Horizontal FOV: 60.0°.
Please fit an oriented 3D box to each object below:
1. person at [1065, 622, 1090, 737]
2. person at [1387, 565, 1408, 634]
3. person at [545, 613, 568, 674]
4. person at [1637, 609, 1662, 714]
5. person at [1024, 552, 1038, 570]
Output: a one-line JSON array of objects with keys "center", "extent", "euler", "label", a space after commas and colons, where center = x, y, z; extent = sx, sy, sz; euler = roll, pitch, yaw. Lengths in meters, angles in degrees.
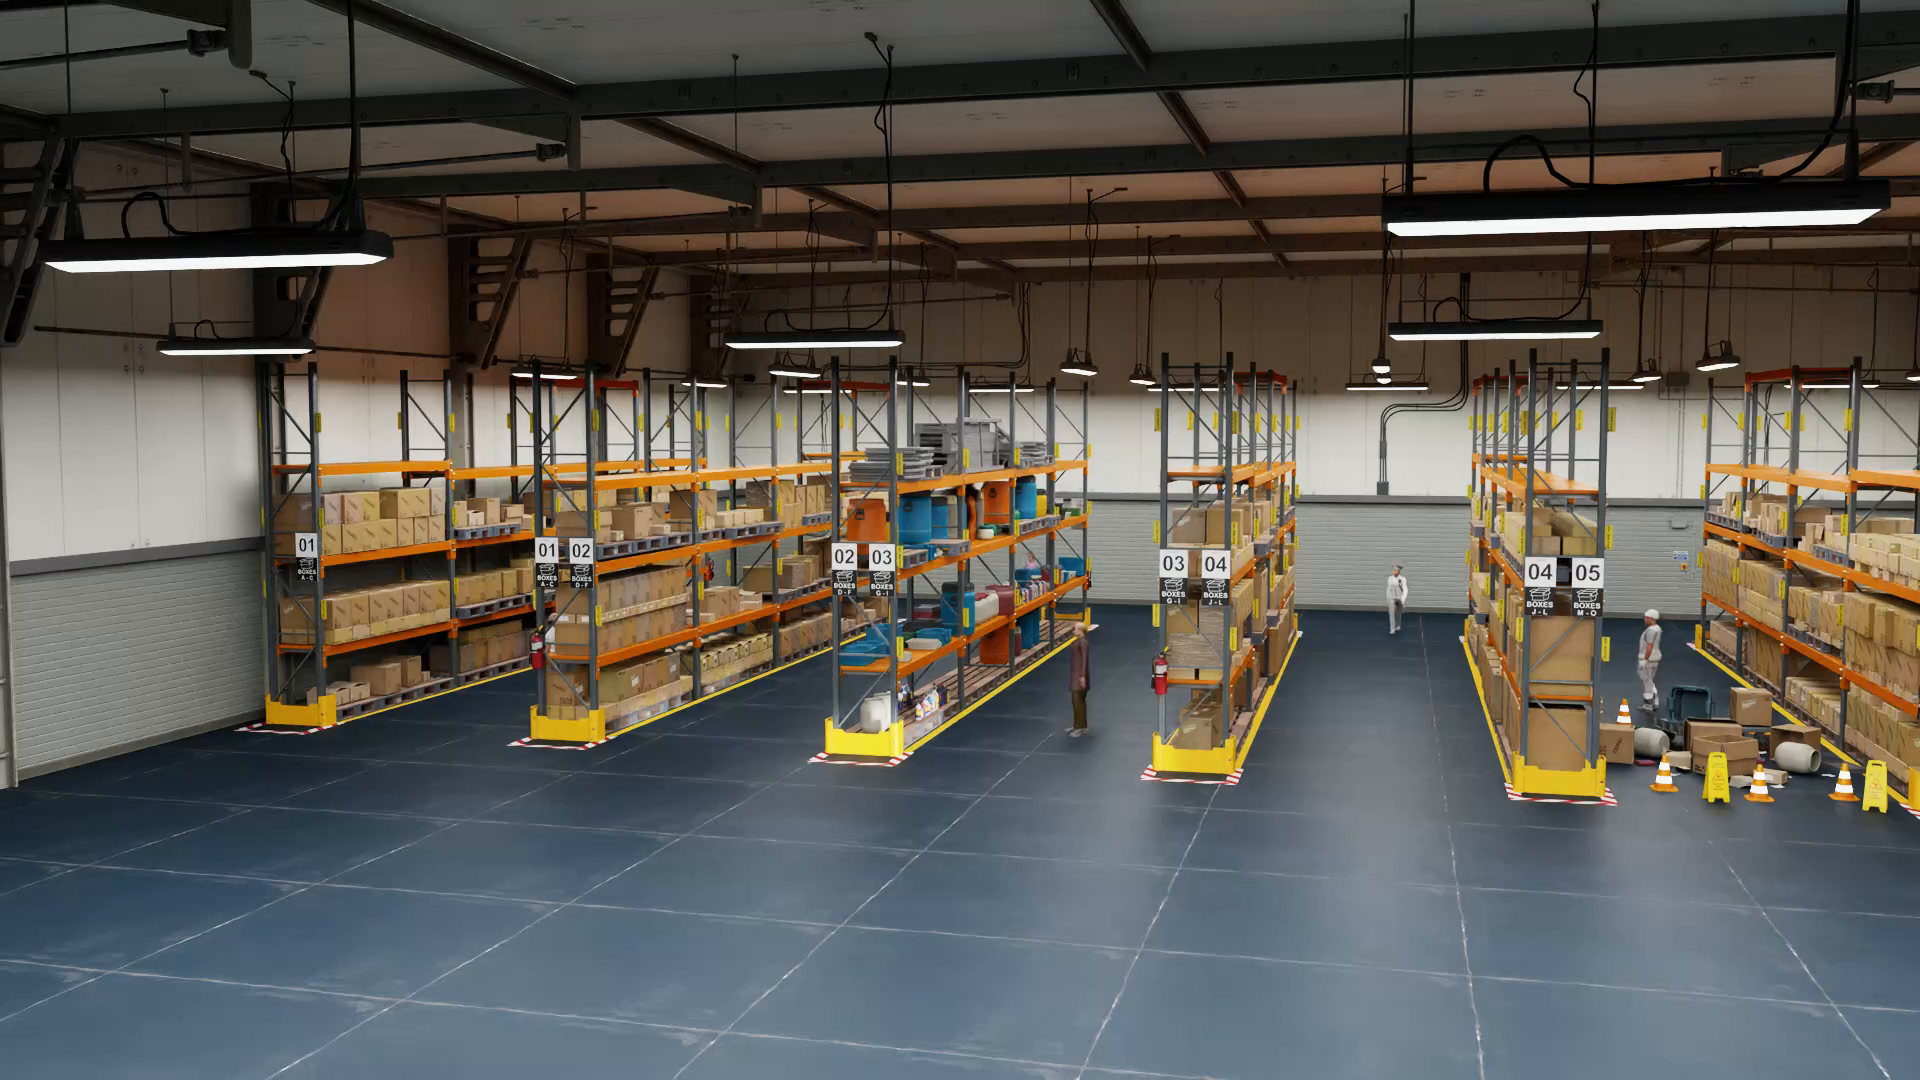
[{"center": [1.891, 2.240, 26.800], "extent": [0.401, 1.828, 0.657], "euler": [0, 4, 1], "label": "person"}, {"center": [10.379, 1.397, 39.482], "extent": [0.472, 1.635, 0.996], "euler": [1, 4, 12], "label": "person"}, {"center": [-7.101, 2.116, 29.273], "extent": [0.386, 1.669, 0.531], "euler": [2, 5, 29], "label": "person"}, {"center": [11.891, 2.101, 28.750], "extent": [0.588, 1.808, 0.453], "euler": [-3, 5, -33], "label": "person"}, {"center": [1.888, 1.121, 43.718], "extent": [0.425, 1.593, 0.435], "euler": [-3, 5, -38], "label": "person"}]
